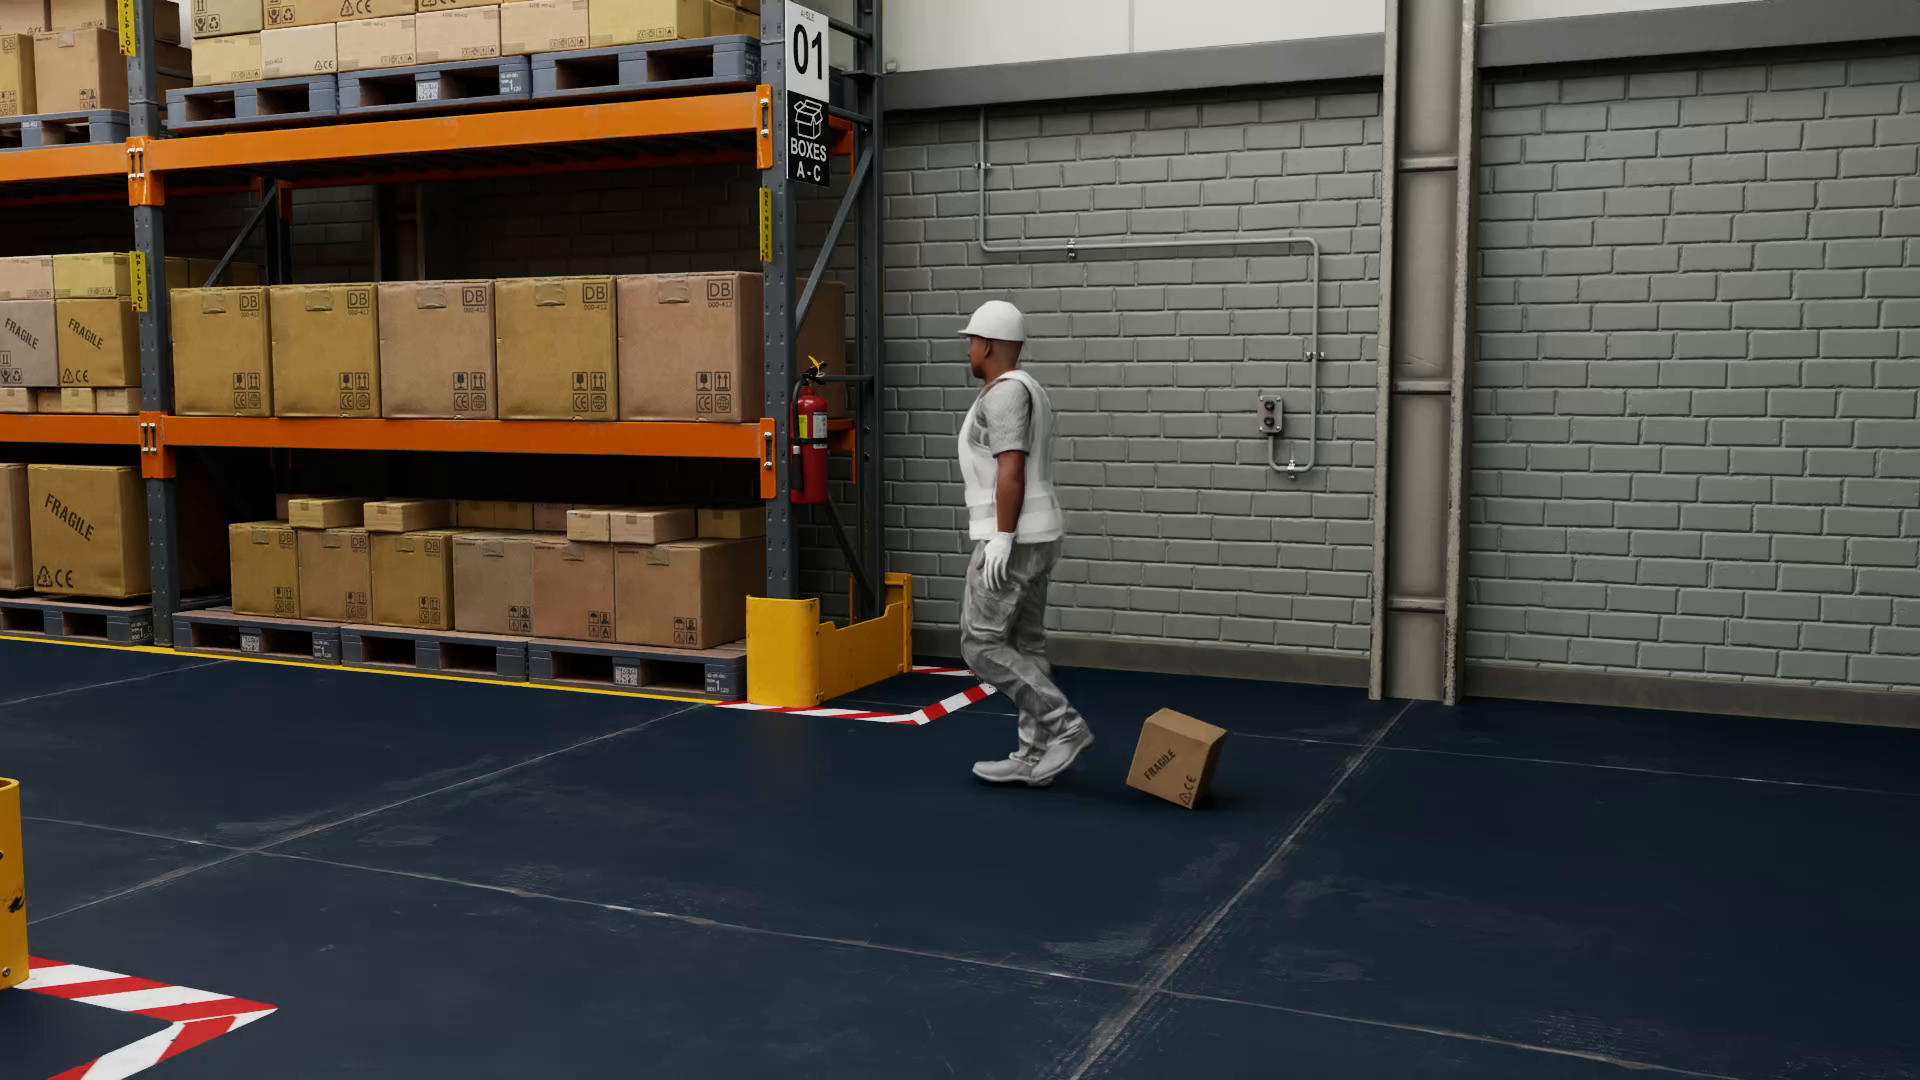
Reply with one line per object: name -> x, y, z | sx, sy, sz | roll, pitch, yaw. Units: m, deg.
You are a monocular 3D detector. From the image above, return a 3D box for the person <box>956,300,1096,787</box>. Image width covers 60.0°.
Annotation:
person -> 0.243, 0.018, 6.087 | 0.555, 1.780, 0.586 | 1, 6, 13
